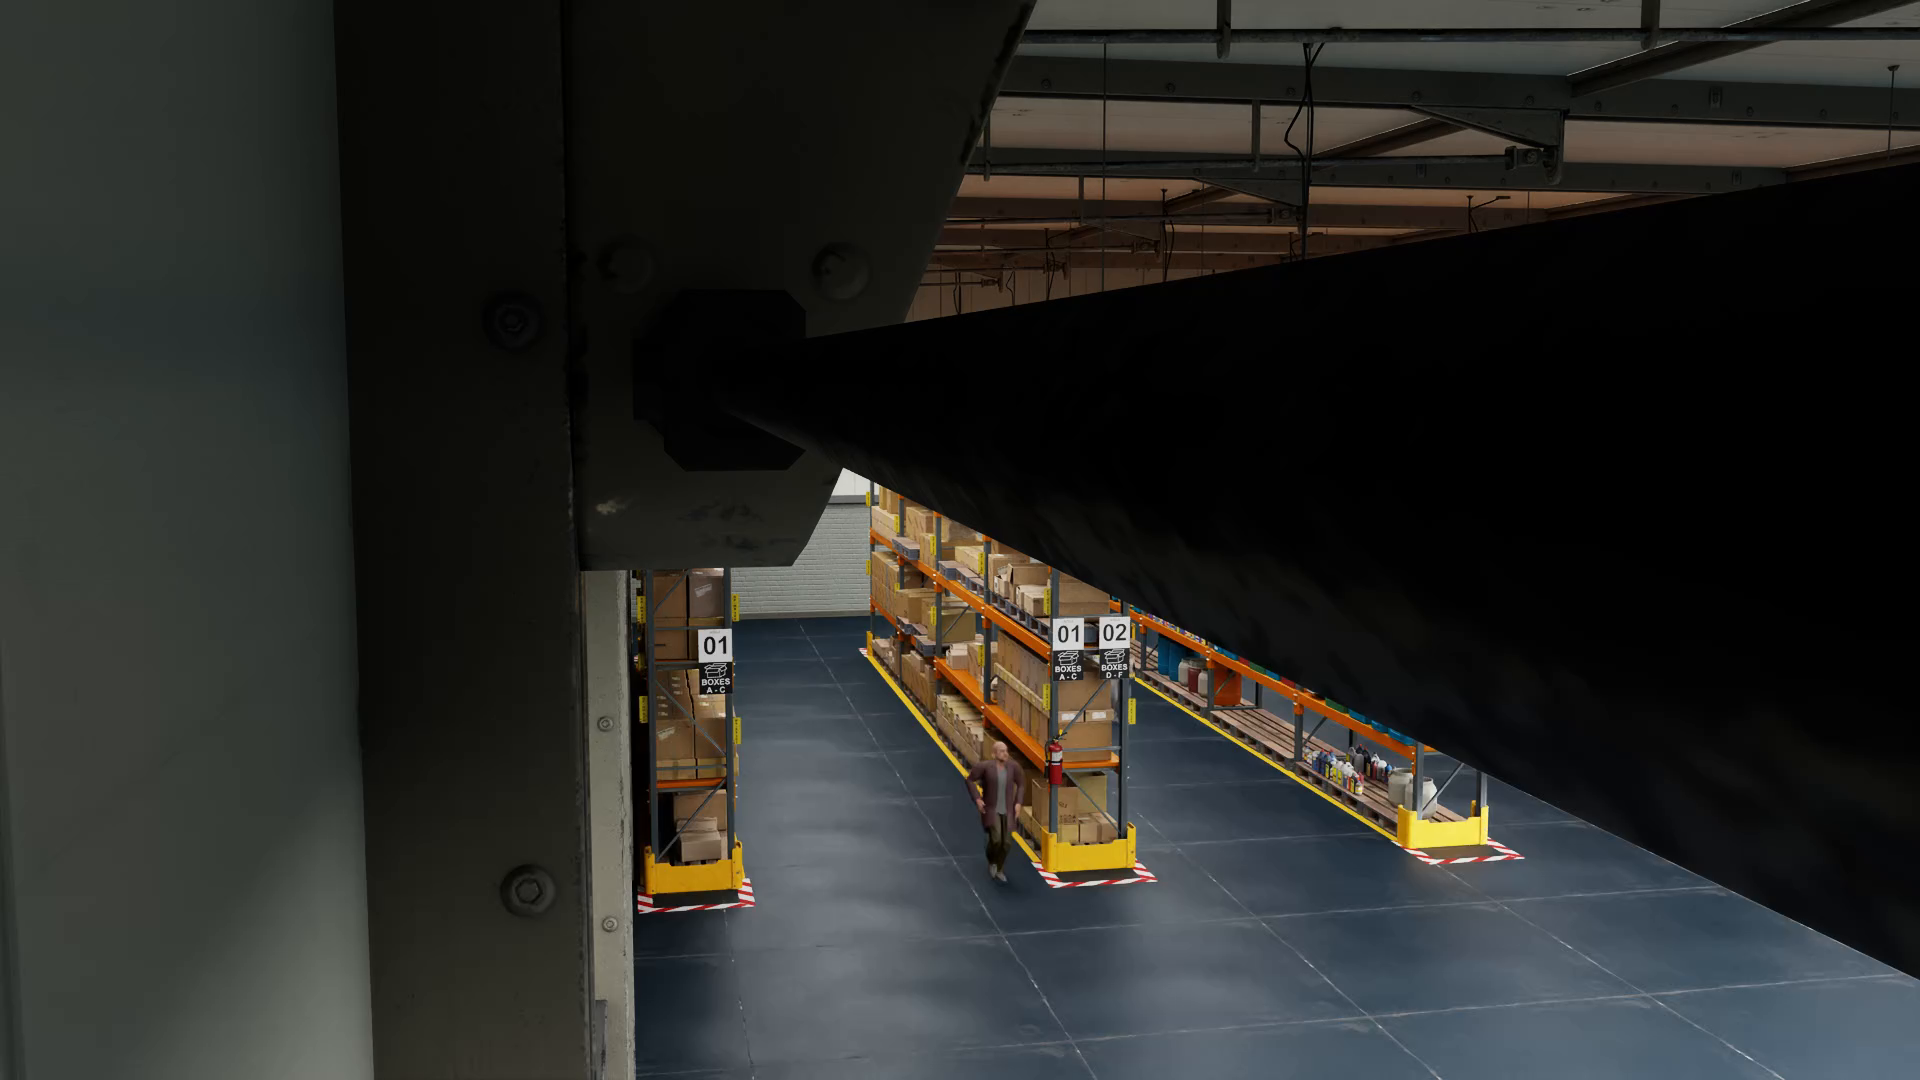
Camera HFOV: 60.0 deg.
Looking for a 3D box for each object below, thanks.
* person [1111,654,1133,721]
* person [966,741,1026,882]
[{"bbox_3d":[2.839,2.417,29.439,0.590,1.660,0.619,-1,6,-12],"label":"person"},{"bbox_3d":[0.481,3.341,20.398,0.737,1.743,0.570,-2,6,-16],"label":"person"}]
